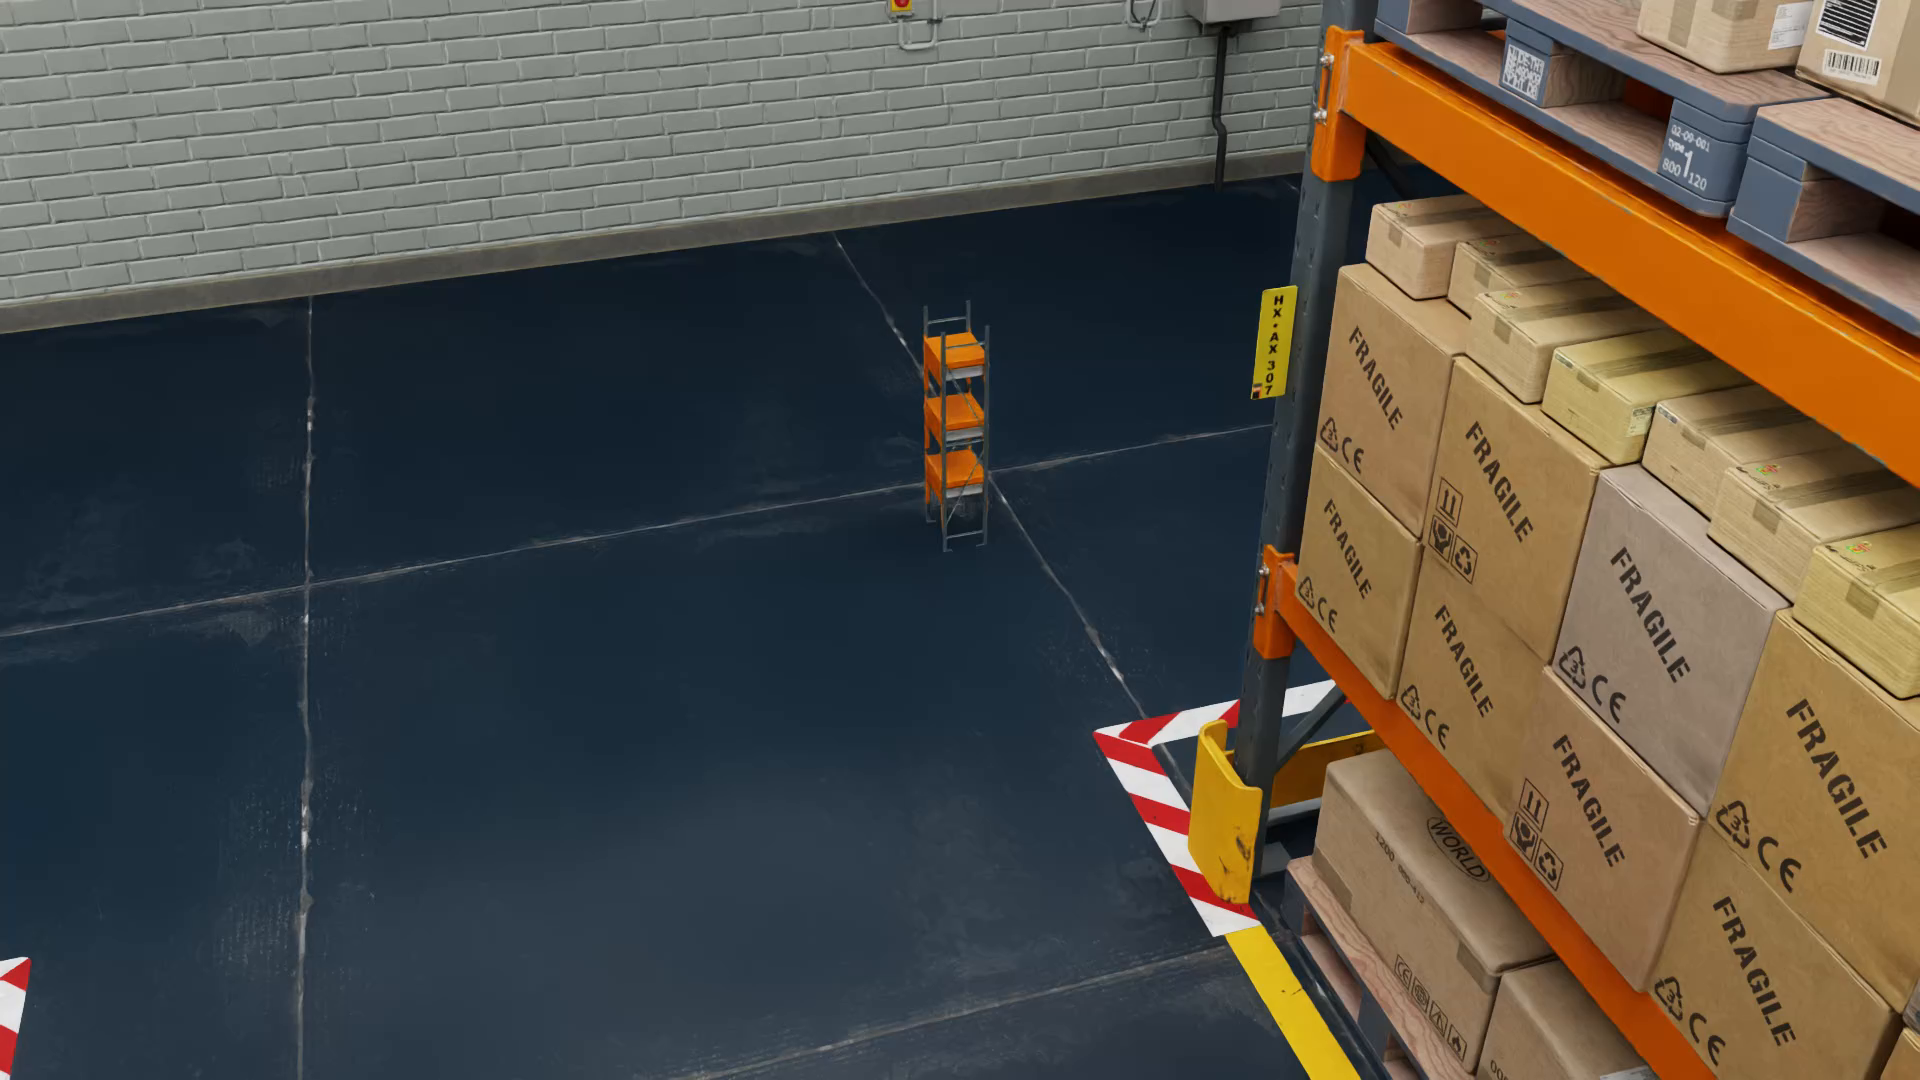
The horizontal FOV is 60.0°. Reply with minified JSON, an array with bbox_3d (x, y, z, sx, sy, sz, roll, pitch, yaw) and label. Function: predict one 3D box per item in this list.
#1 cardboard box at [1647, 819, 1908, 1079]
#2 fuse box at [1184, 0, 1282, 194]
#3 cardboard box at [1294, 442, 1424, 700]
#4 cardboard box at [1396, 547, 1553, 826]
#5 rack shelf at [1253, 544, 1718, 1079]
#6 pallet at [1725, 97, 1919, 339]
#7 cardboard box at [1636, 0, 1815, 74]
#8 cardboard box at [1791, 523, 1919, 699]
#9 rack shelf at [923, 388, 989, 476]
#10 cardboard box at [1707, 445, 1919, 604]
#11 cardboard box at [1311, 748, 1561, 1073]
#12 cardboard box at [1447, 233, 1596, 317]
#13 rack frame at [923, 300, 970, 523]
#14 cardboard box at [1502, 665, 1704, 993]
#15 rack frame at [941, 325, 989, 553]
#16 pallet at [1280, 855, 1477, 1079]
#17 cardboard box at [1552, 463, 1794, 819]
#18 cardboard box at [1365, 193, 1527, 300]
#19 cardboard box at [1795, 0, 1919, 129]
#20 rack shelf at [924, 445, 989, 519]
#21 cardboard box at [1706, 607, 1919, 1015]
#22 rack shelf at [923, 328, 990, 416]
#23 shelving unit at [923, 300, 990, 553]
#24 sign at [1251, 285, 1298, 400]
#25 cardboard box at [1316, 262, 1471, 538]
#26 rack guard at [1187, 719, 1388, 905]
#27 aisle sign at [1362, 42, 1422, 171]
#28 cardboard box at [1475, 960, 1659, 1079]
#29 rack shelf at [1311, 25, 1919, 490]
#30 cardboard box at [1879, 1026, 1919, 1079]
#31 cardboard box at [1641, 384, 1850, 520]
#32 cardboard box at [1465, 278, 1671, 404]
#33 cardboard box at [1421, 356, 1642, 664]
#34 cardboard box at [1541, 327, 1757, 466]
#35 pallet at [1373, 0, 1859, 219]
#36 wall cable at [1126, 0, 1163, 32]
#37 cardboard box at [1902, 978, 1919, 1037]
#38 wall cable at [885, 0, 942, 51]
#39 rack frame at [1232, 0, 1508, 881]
[{"bbox_3d":[1.735,0.826,3.189,0.500,0.500,0.500,-9,34,-13],"label":"cardboard box"},{"bbox_3d":[1.678,-2.920,10.117,0.539,1.711,0.414,-10,35,-15],"label":"fuse box"},{"bbox_3d":[1.248,0.034,4.386,0.500,0.500,0.500,-10,35,-15],"label":"cardboard box"},{"bbox_3d":[1.429,0.295,3.992,0.500,0.500,0.500,-10,35,-15],"label":"cardboard box"},{"bbox_3d":[1.985,1.126,3.478,1.077,0.370,4.000,-10,35,-15],"label":"rack shelf"},{"bbox_3d":[1.987,-0.409,2.508,1.003,0.211,1.213,-10,35,-15],"label":"pallet"},{"bbox_3d":[1.488,-0.978,3.044,0.380,0.149,0.250,-9,34,-13],"label":"cardboard box"},{"bbox_3d":[1.652,0.101,2.791,0.380,0.149,0.250,-11,35,-16],"label":"cardboard box"},{"bbox_3d":[-0.016,-0.457,7.009,0.215,0.259,0.240,-10,35,-15],"label":"rack shelf"},{"bbox_3d":[1.601,-0.037,2.999,0.380,0.149,0.250,-10,35,-14],"label":"cardboard box"},{"bbox_3d":[1.671,0.999,4.960,0.875,0.438,0.875,-11,35,-16],"label":"cardboard box"},{"bbox_3d":[1.367,-0.595,3.844,0.380,0.149,0.250,-9,35,-14],"label":"cardboard box"},{"bbox_3d":[-0.054,-0.530,7.100,0.200,1.050,0.008,-10,35,-15],"label":"rack frame"},{"bbox_3d":[1.567,0.565,3.583,0.500,0.500,0.500,-10,35,-15],"label":"cardboard box"},{"bbox_3d":[0.021,-0.402,6.906,0.200,1.050,0.008,-10,35,-15],"label":"rack frame"},{"bbox_3d":[1.693,1.346,5.022,1.003,0.211,1.213,-10,35,-15],"label":"pallet"},{"bbox_3d":[1.579,0.156,3.296,0.500,0.500,0.500,-10,35,-15],"label":"cardboard box"},{"bbox_3d":[1.219,-0.721,4.034,0.380,0.149,0.250,-9,35,-14],"label":"cardboard box"},{"bbox_3d":[1.784,-0.861,2.721,0.500,0.311,0.500,-9,35,-14],"label":"cardboard box"},{"bbox_3d":[-0.016,-0.225,7.162,0.215,0.259,0.240,-10,35,-15],"label":"rack shelf"},{"bbox_3d":[1.732,0.418,2.899,0.500,0.500,0.500,-10,35,-15],"label":"cardboard box"},{"bbox_3d":[-0.016,-0.694,6.852,0.215,0.259,0.240,-10,35,-15],"label":"rack shelf"},{"bbox_3d":[-0.016,-0.466,7.003,0.215,1.050,0.252,-10,35,-15],"label":"shelving unit"},{"bbox_3d":[0.844,-0.528,4.471,0.100,0.325,0.005,-10,35,-15],"label":"sign"},{"bbox_3d":[1.250,-0.383,4.111,0.500,0.500,0.500,-11,35,-16],"label":"cardboard box"},{"bbox_3d":[1.367,0.806,5.577,1.175,0.500,0.348,-10,35,-15],"label":"rack guard"},{"bbox_3d":[1.077,-1.298,4.135,0.394,0.787,0.004,-10,35,-15],"label":"aisle sign"},{"bbox_3d":[1.959,1.478,4.235,0.875,0.438,0.875,-9,35,-13],"label":"cardboard box"},{"bbox_3d":[1.985,-0.125,2.651,1.077,0.370,4.000,-10,35,-15],"label":"rack shelf"},{"bbox_3d":[1.881,1.103,2.769,0.500,0.500,0.500,-11,35,-15],"label":"cardboard box"},{"bbox_3d":[1.565,-0.175,3.208,0.380,0.149,0.250,-10,35,-14],"label":"cardboard box"},{"bbox_3d":[1.337,-0.439,3.608,0.380,0.149,0.250,-9,34,-13],"label":"cardboard box"},{"bbox_3d":[1.414,-0.113,3.703,0.500,0.500,0.500,-11,35,-16],"label":"cardboard box"},{"bbox_3d":[1.435,-0.304,3.403,0.380,0.149,0.250,-11,35,-16],"label":"cardboard box"},{"bbox_3d":[1.611,-1.051,3.479,1.003,0.211,1.213,-10,35,-15],"label":"pallet"},{"bbox_3d":[0.980,-3.849,9.433,0.588,1.984,0.122,-10,35,-15],"label":"wall cable"},{"bbox_3d":[1.877,0.682,2.499,0.500,0.500,0.500,-10,35,-14],"label":"cardboard box"},{"bbox_3d":[-0.367,-3.618,9.054,0.585,1.953,0.123,-10,35,-15],"label":"wall cable"},{"bbox_3d":[1.375,-0.224,4.868,1.000,3.000,0.127,-10,35,-15],"label":"rack frame"}]
